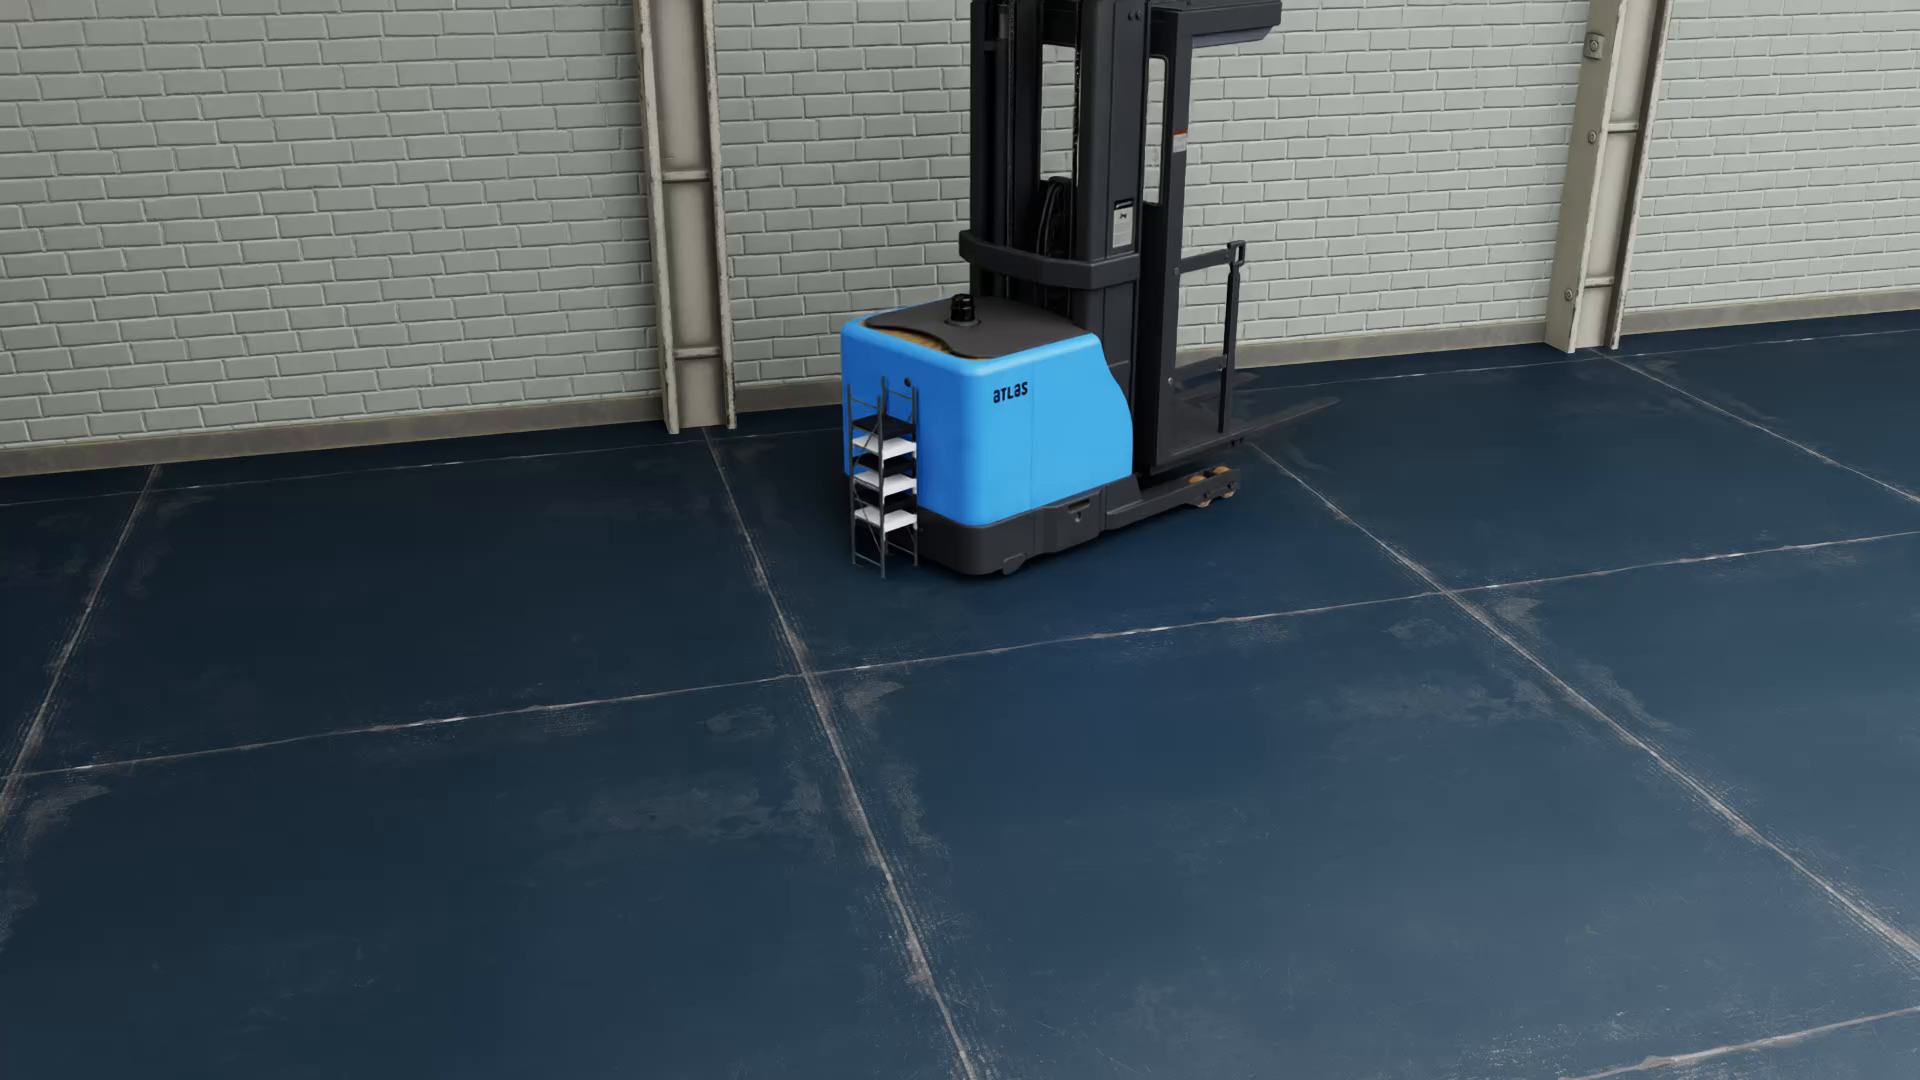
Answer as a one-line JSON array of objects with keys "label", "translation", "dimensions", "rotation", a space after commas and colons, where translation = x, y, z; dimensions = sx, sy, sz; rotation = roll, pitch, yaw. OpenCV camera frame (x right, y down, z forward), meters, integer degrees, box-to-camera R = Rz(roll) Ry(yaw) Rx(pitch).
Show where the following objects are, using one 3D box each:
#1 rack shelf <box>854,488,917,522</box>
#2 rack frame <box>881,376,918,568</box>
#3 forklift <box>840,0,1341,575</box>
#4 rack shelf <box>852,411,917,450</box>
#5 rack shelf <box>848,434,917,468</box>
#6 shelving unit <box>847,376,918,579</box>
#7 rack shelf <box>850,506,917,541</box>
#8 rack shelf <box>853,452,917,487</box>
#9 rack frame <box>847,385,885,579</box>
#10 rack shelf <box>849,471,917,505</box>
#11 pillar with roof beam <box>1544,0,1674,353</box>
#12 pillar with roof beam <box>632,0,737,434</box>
[{"label": "rack shelf", "translation": [-0.360, -0.177, 7.835], "dimensions": [0.200, 0.077, 0.258], "rotation": [-19, 30, -38]}, {"label": "rack frame", "translation": [-0.284, -0.317, 7.849], "dimensions": [0.006, 0.900, 0.240], "rotation": [-19, 30, -38]}, {"label": "forklift", "translation": [0.846, -1.653, 8.384], "dimensions": [3.031, 2.935, 1.130], "rotation": [-19, 30, -38]}, {"label": "rack shelf", "translation": [-0.360, -0.508, 7.693], "dimensions": [0.200, 0.077, 0.258], "rotation": [-19, 30, -38]}, {"label": "rack shelf", "translation": [-0.360, -0.426, 7.729], "dimensions": [0.200, 0.077, 0.258], "rotation": [-19, 30, -38]}, {"label": "shelving unit", "translation": [-0.360, -0.291, 7.786], "dimensions": [0.210, 0.900, 0.258], "rotation": [-19, 30, -38]}, {"label": "rack shelf", "translation": [-0.360, -0.095, 7.871], "dimensions": [0.200, 0.077, 0.258], "rotation": [-19, 30, -38]}, {"label": "rack shelf", "translation": [-0.360, -0.343, 7.764], "dimensions": [0.200, 0.077, 0.258], "rotation": [-19, 30, -38]}, {"label": "rack frame", "translation": [-0.436, -0.264, 7.724], "dimensions": [0.006, 0.900, 0.240], "rotation": [-19, 30, -38]}, {"label": "rack shelf", "translation": [-0.360, -0.260, 7.800], "dimensions": [0.200, 0.077, 0.258], "rotation": [-19, 30, -38]}, {"label": "pillar with roof beam", "translation": [5.396, -3.836, 5.779], "dimensions": [0.400, 9.000, 9.100], "rotation": [-6, 24, -14]}, {"label": "pillar with roof beam", "translation": [-0.381, -3.197, 4.289], "dimensions": [0.400, 9.000, 9.100], "rotation": [-6, 24, -14]}]
